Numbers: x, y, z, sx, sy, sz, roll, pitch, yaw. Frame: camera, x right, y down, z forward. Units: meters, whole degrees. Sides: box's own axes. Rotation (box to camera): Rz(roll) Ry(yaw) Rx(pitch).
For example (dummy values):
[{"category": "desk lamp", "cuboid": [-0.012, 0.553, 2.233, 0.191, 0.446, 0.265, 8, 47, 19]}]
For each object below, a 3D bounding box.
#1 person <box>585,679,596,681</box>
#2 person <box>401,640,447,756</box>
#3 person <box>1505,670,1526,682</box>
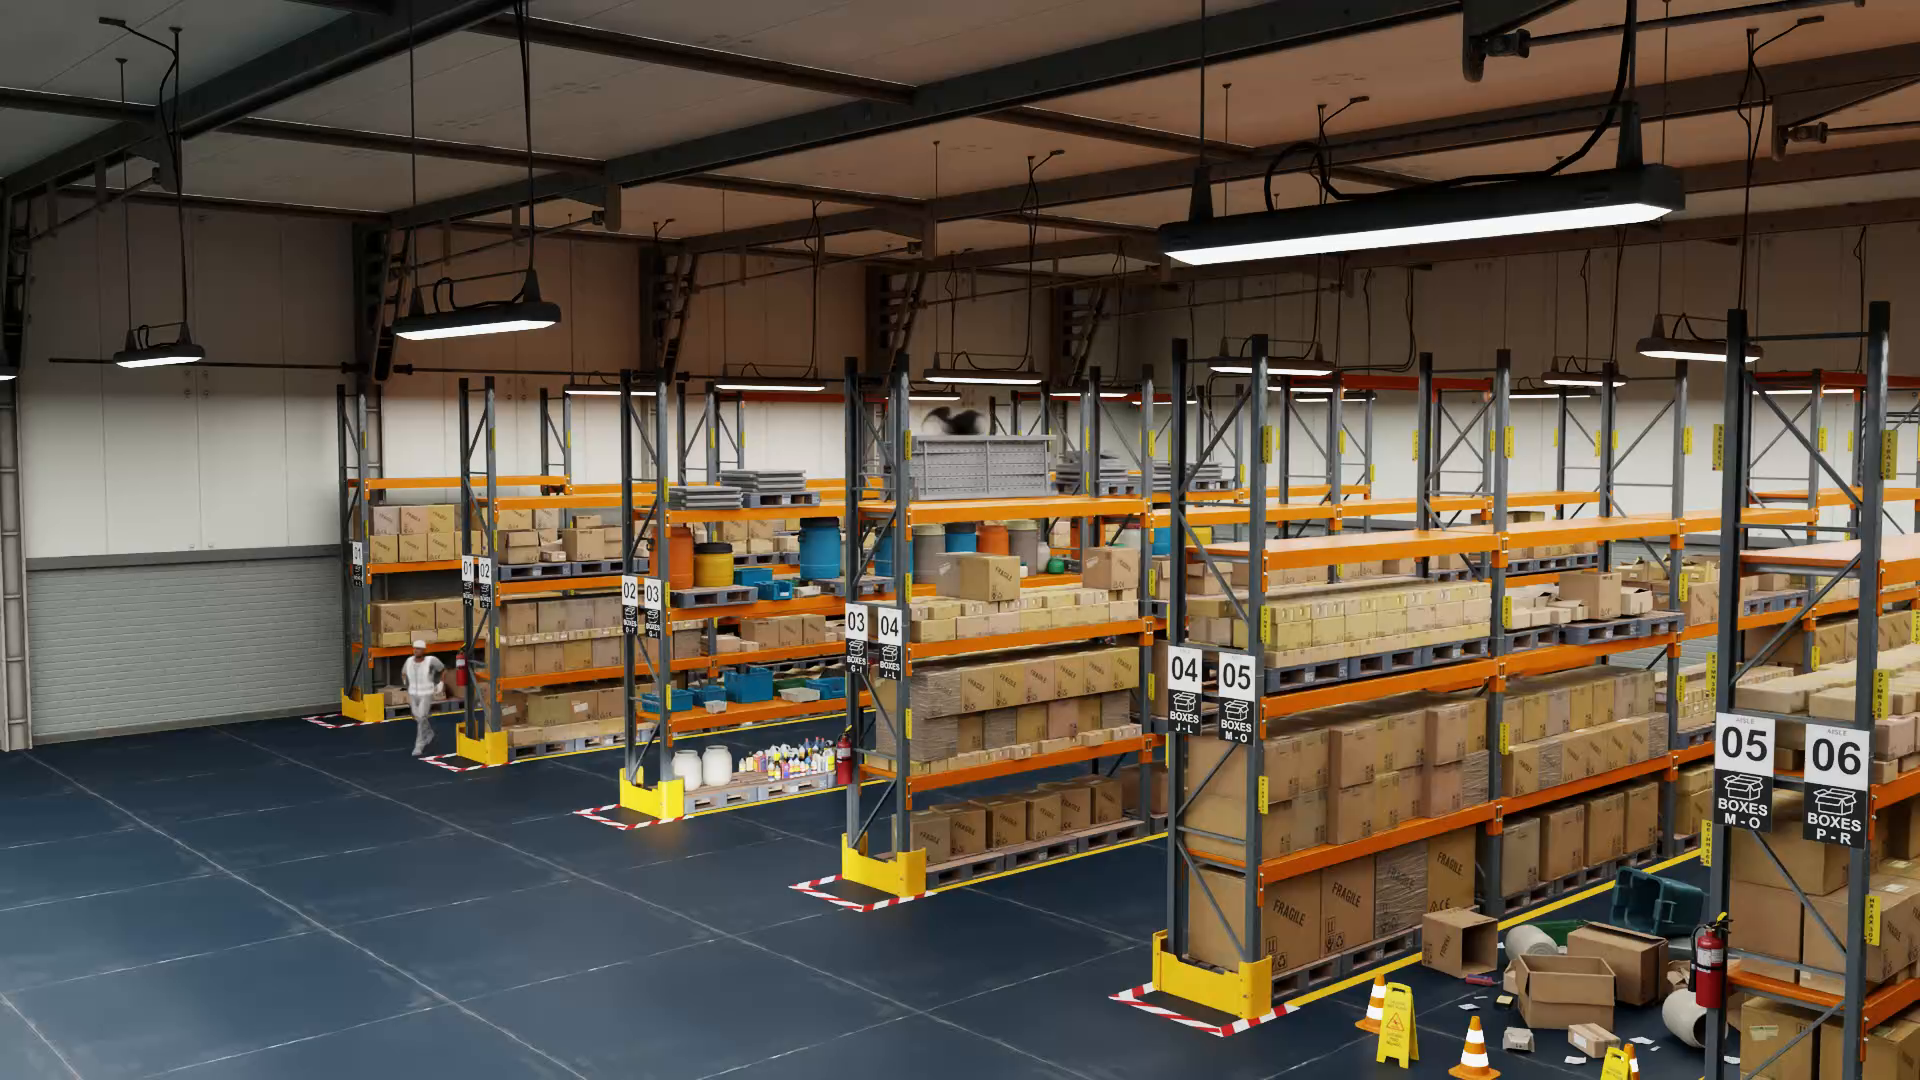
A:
[{"category": "person", "cuboid": [-6.421, 2.383, 29.279, 0.660, 1.769, 1.062, 3, 5, 40]}, {"category": "person", "cuboid": [-8.665, 2.511, 26.799, 0.703, 1.825, 0.859, 1, 4, 12]}, {"category": "person", "cuboid": [8.310, 2.668, 24.878, 0.880, 1.765, 0.711, -3, 5, -41]}]
